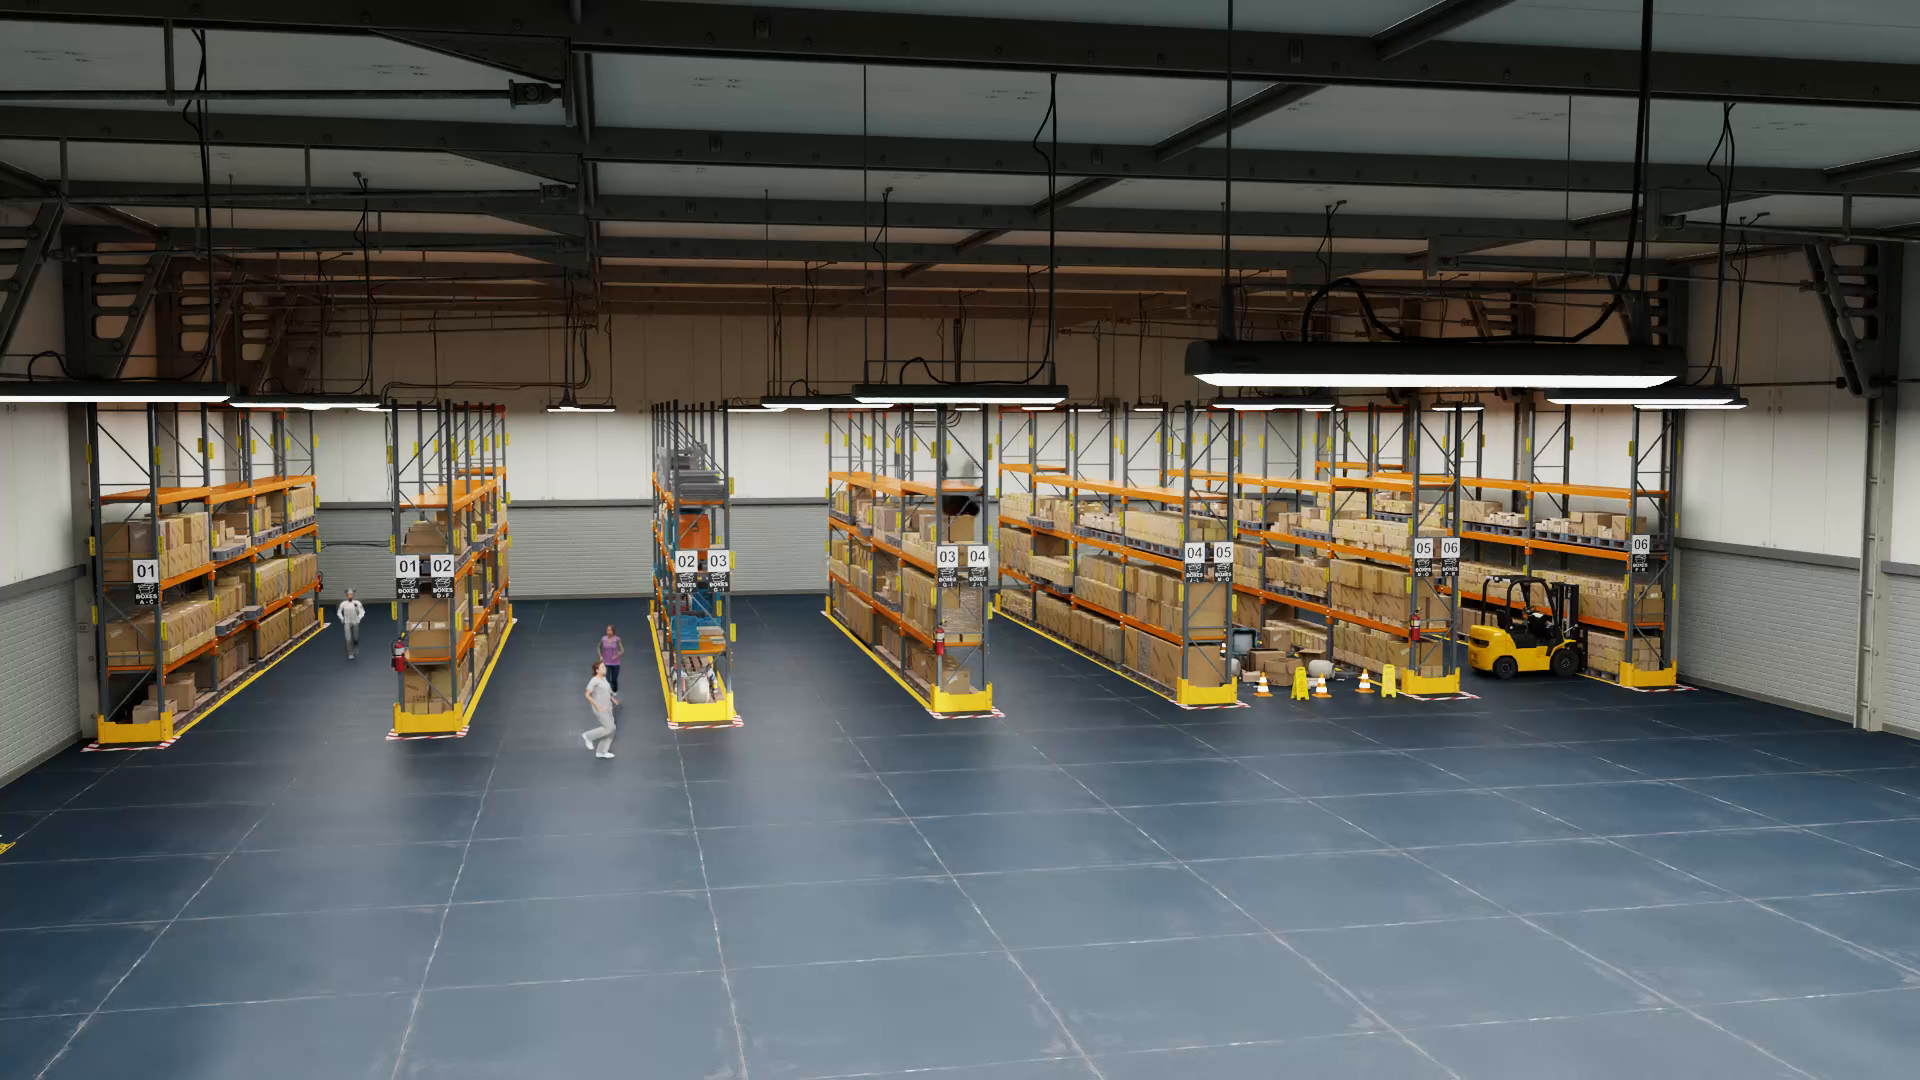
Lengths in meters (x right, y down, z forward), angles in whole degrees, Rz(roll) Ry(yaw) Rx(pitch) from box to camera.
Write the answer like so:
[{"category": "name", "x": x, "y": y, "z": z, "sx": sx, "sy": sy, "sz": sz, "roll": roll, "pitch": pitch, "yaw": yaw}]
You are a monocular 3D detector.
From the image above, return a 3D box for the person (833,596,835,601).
[{"category": "person", "x": -3.436, "y": 1.166, "z": 48.869, "sx": 0.785, "sy": 1.791, "sz": 0.632, "roll": 0, "pitch": 4, "yaw": 5}]

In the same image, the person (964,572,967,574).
[{"category": "person", "x": 0.396, "y": 1.175, "z": 49.050, "sx": 0.719, "sy": 1.717, "sz": 0.535, "roll": 4, "pitch": 6, "yaw": 41}]

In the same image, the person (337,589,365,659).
[{"category": "person", "x": -14.288, "y": 1.959, "z": 39.008, "sx": 0.612, "sy": 1.648, "sz": 0.524, "roll": -2, "pitch": 5, "yaw": -19}]

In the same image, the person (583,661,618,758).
[{"category": "person", "x": -6.012, "y": 2.825, "z": 27.800, "sx": 0.561, "sy": 1.619, "sz": 0.580, "roll": 1, "pitch": 4, "yaw": 16}]

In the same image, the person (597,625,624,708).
[{"category": "person", "x": -6.863, "y": 2.458, "z": 32.673, "sx": 0.541, "sy": 1.605, "sz": 0.805, "roll": -1, "pitch": 4, "yaw": -8}]
